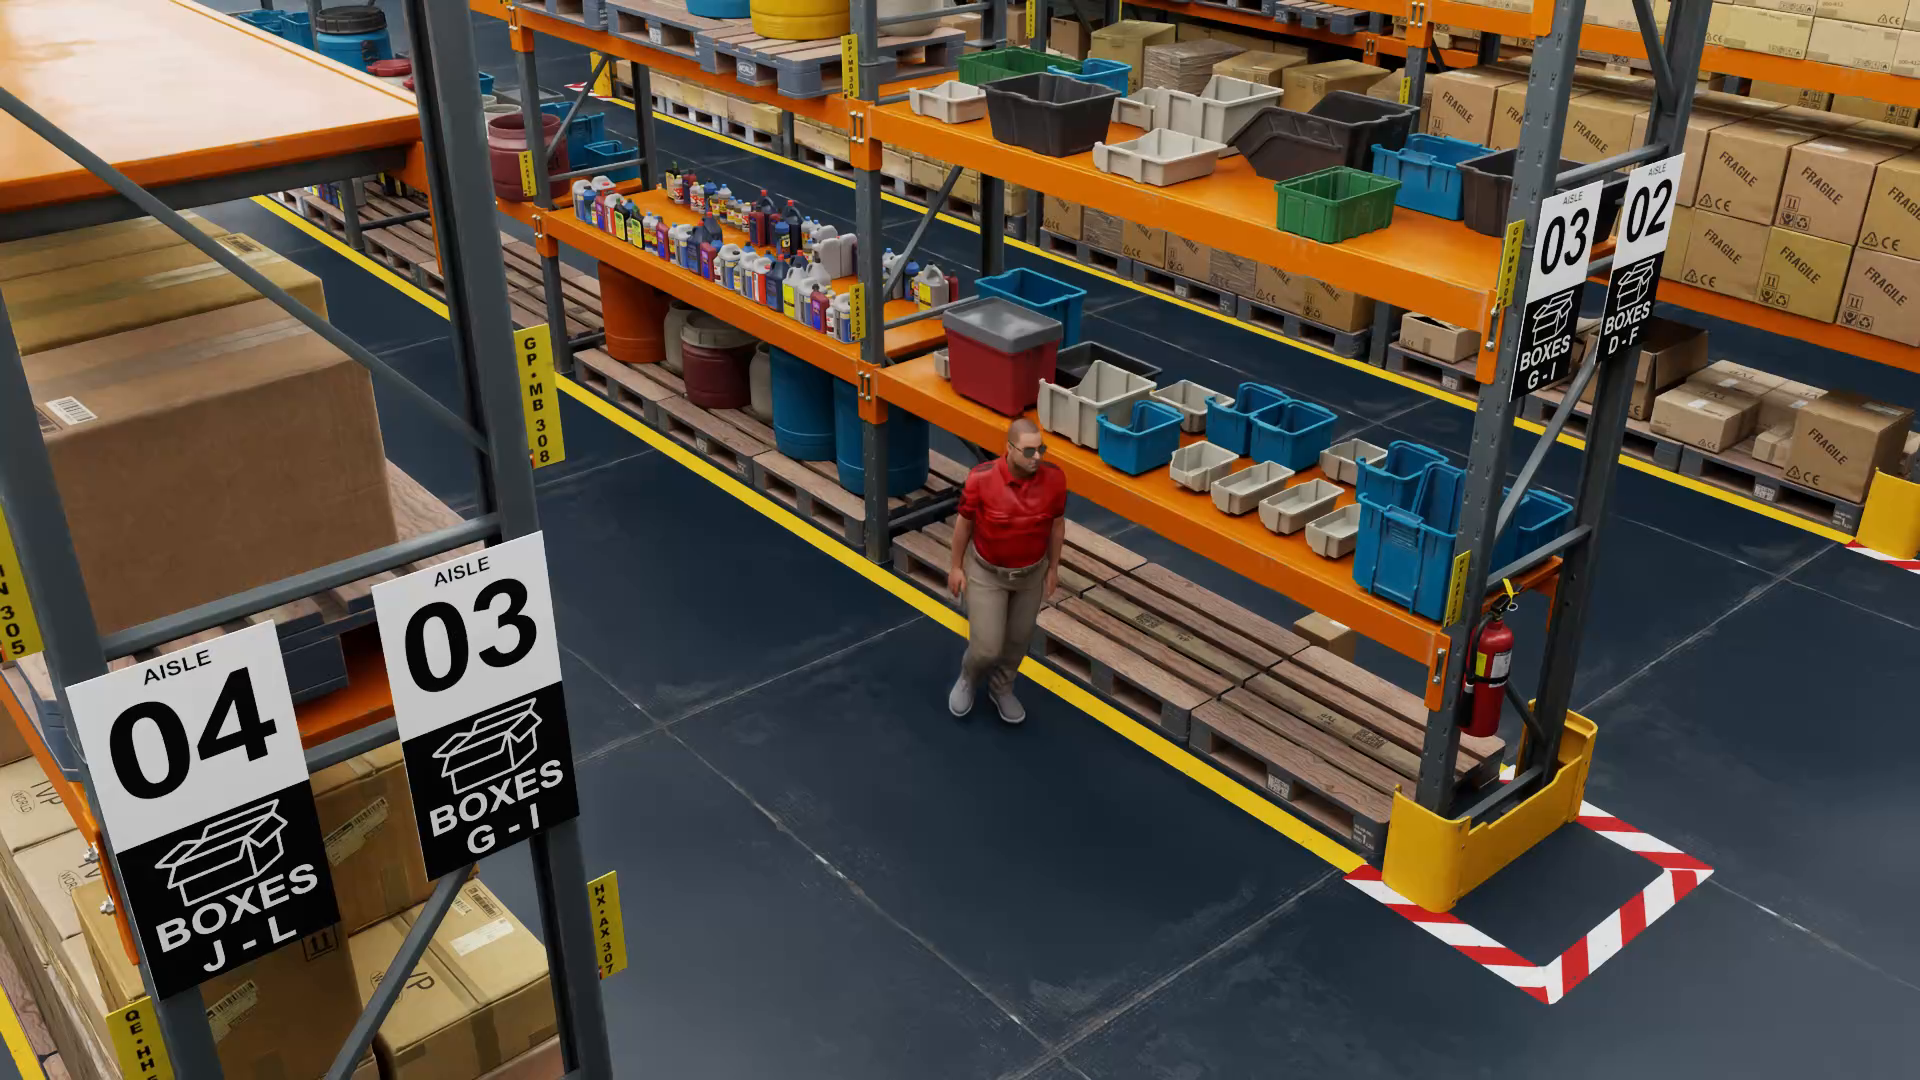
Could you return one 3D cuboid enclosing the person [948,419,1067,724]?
[{"bbox_3d":[0.235,0.159,8.313,0.584,1.714,0.478,-9,29,-17],"label":"person"}]
